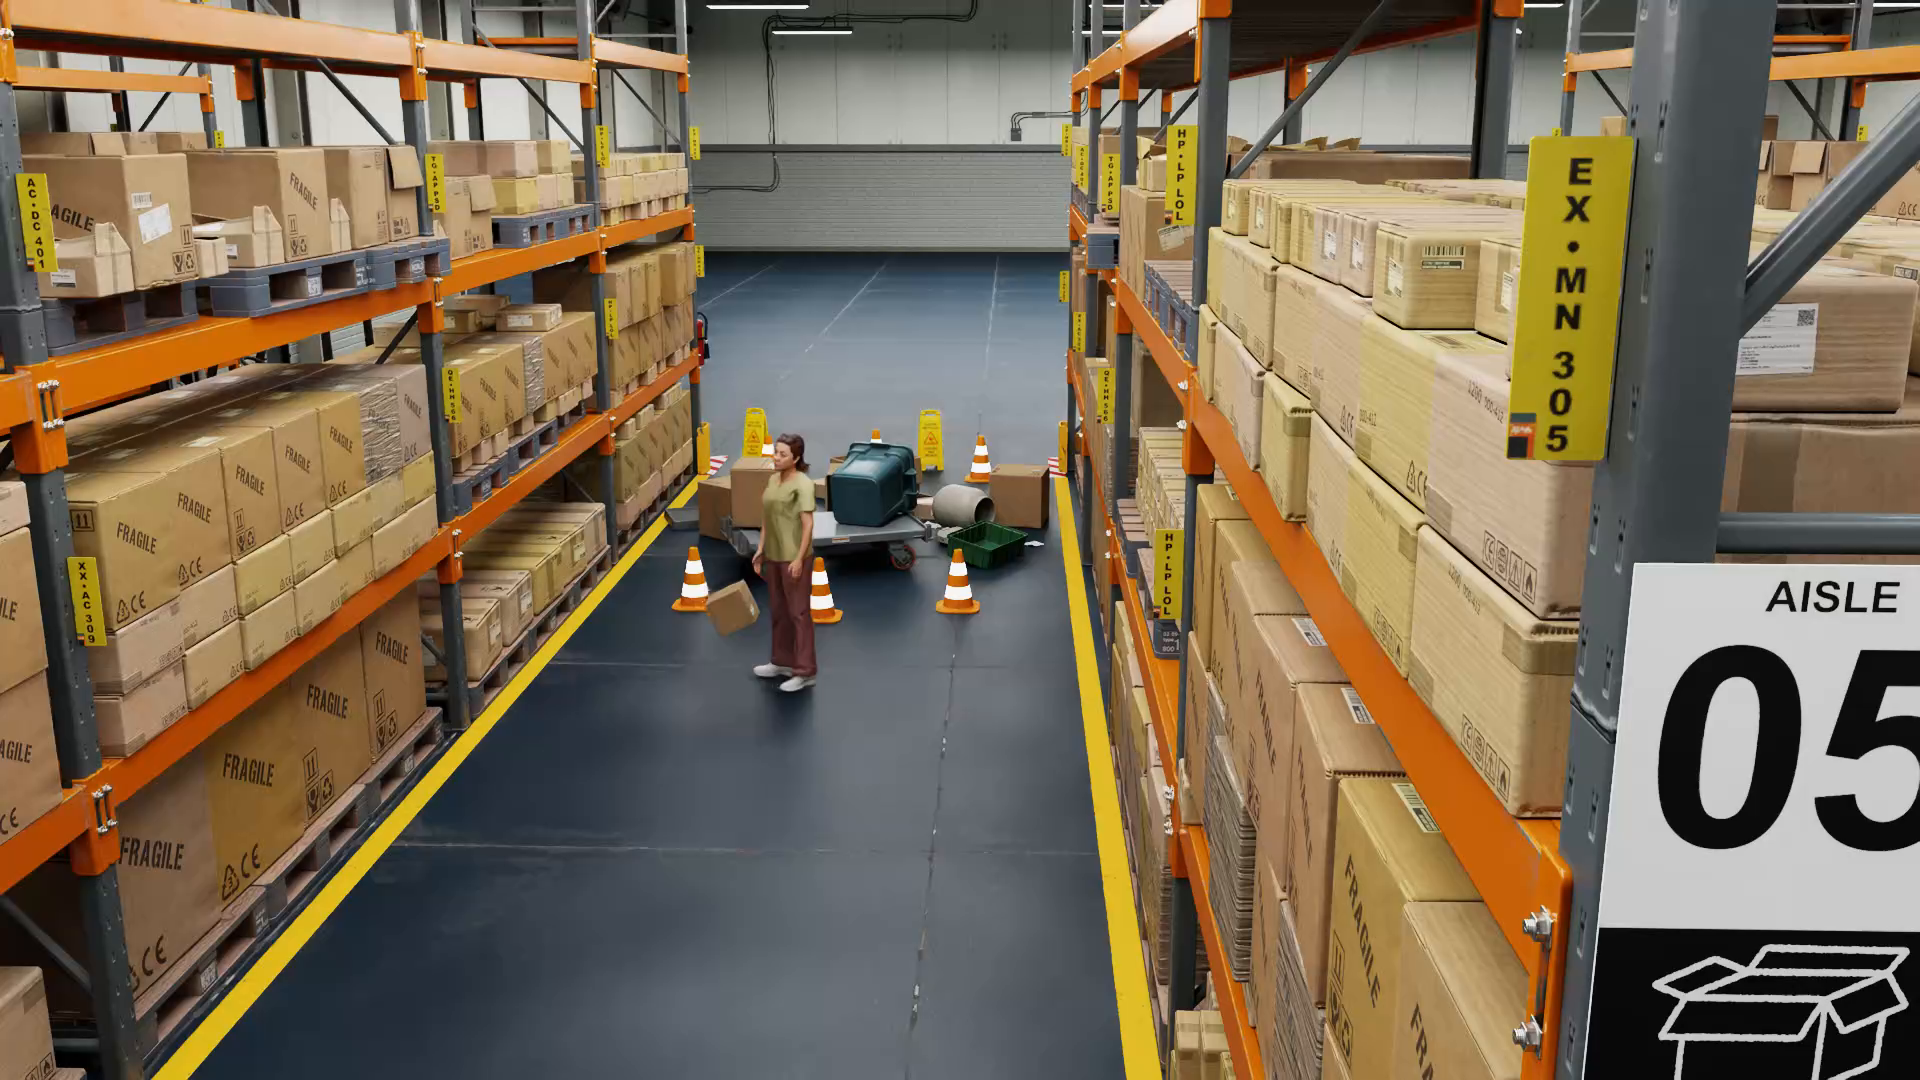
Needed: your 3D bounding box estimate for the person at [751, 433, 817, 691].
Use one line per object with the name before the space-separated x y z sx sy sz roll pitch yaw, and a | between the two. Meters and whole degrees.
person | -1.145 0.128 10.897 0.397 1.683 0.544 -12 18 -39
